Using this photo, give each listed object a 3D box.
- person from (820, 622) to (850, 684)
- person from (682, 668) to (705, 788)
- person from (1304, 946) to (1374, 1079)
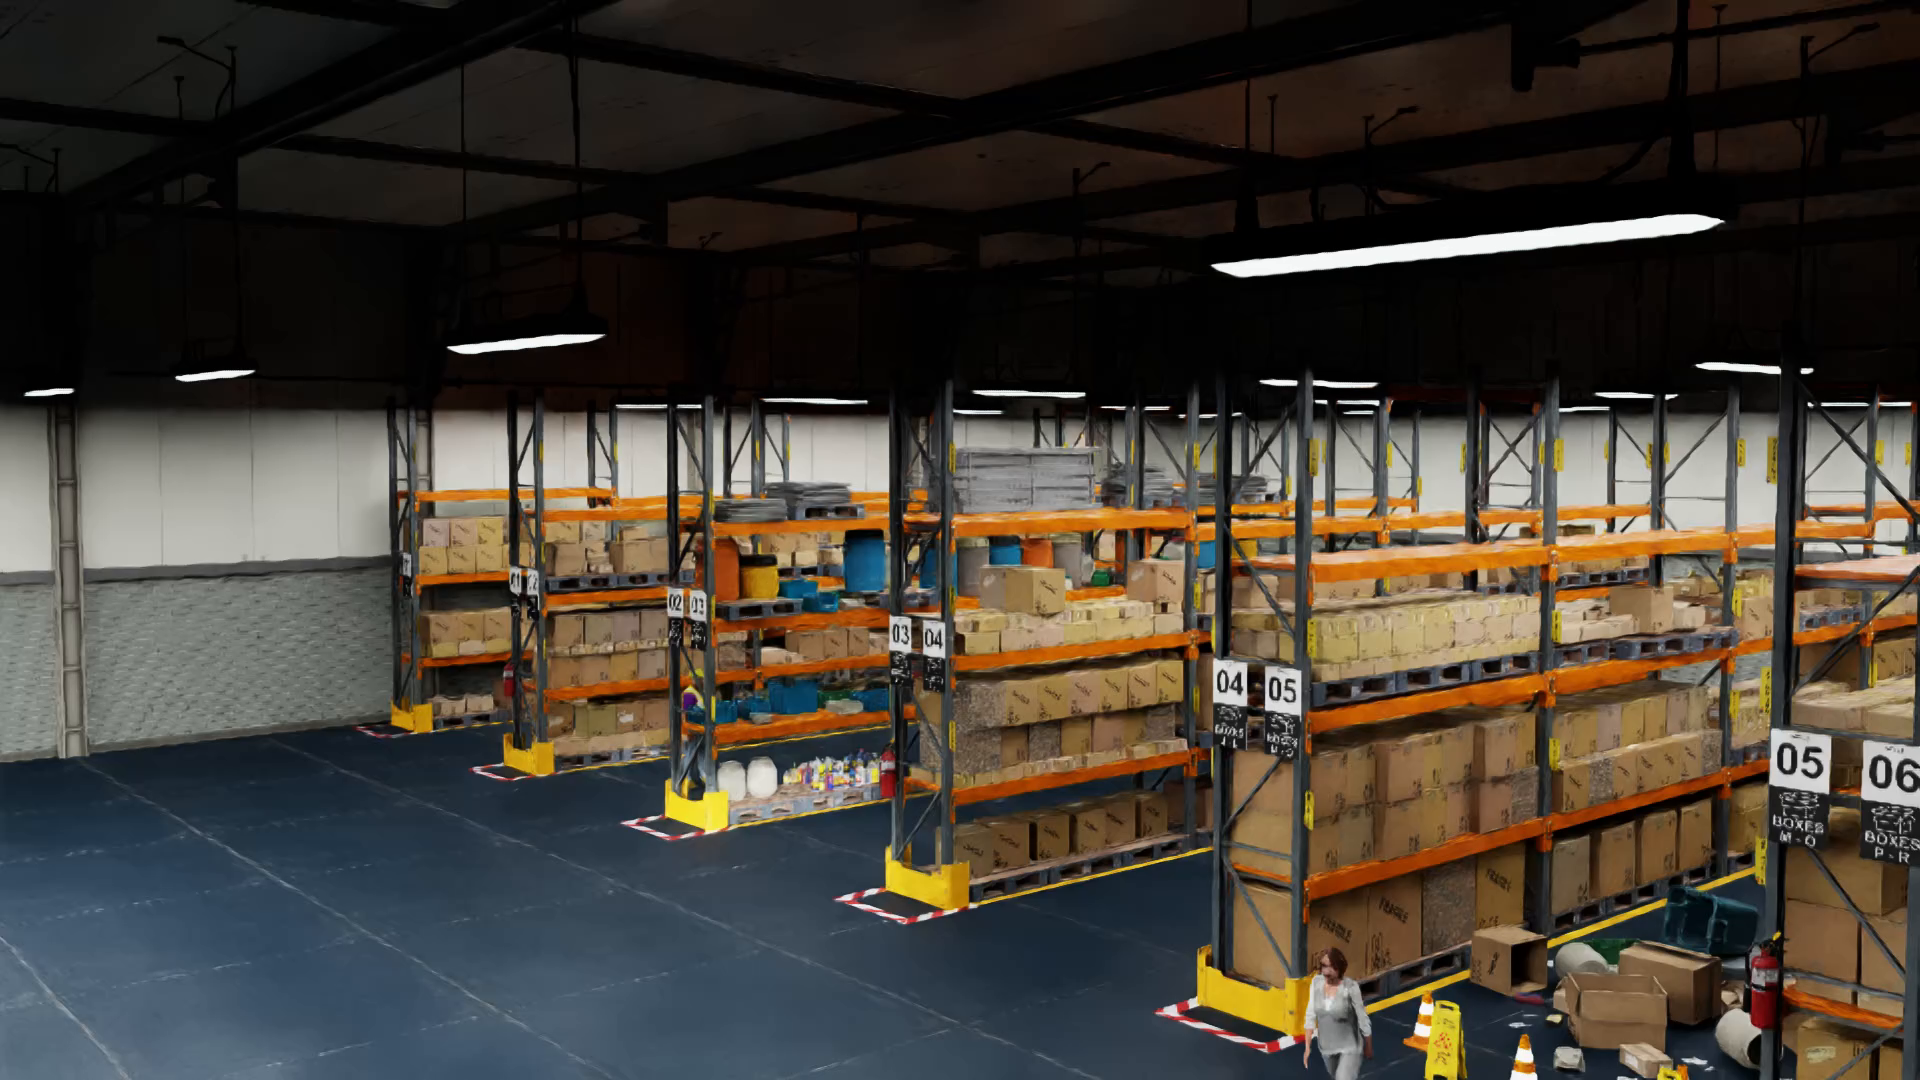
[{"bbox_3d":[-2.436,2.415,32.247,1.189,1.700,0.588,-3,5,-42],"label":"person"},{"bbox_3d":[-3.911,2.804,24.995,0.452,1.768,0.632,1,4,19],"label":"person"},{"bbox_3d":[2.743,3.680,12.079,0.440,1.516,1.016,3,4,40],"label":"person"}]
